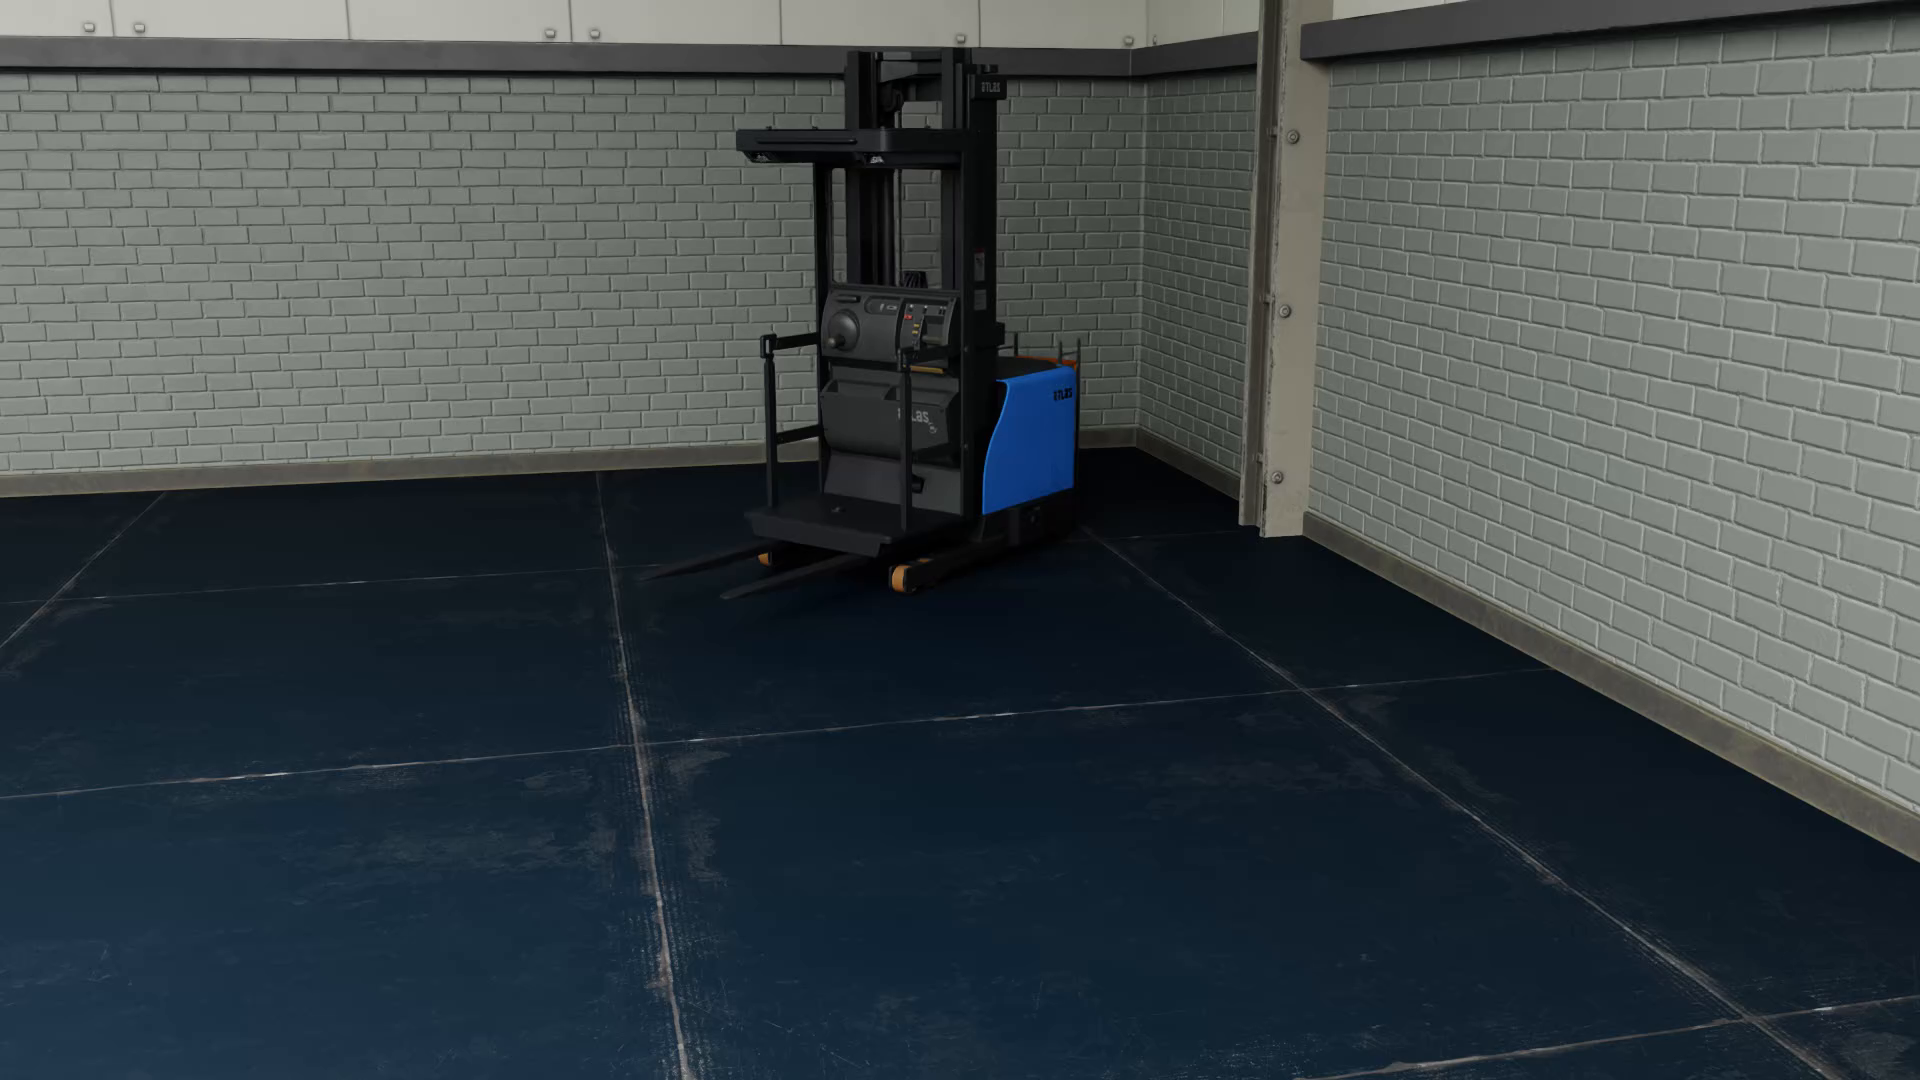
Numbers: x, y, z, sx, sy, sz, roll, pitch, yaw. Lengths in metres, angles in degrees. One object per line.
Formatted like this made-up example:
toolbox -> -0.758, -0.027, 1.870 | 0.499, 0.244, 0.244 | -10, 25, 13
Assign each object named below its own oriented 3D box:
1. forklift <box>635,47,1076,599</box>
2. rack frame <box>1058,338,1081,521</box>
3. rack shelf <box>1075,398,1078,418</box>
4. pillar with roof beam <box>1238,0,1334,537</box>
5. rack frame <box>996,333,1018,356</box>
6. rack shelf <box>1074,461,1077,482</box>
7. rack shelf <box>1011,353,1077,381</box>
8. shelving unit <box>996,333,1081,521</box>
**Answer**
forklift -> -0.537, -1.253, 9.381 | 1.130, 2.935, 3.031 | 10, 17, 35
rack frame -> 0.698, -0.687, 10.711 | 0.015, 1.200, 0.240 | 10, 17, 35
rack shelf -> 0.501, -0.873, 10.814 | 0.480, 0.148, 0.258 | 10, 17, 35
pillar with roof beam -> -2.171, -4.202, 8.668 | 9.100, 9.000, 0.400 | -3, 14, -13
rack frame -> 0.304, -0.755, 10.990 | 0.015, 1.200, 0.240 | 10, 17, 35
rack shelf -> 0.501, -0.463, 10.914 | 0.480, 0.148, 0.258 | 10, 17, 35
rack shelf -> 0.501, -1.103, 10.758 | 0.480, 0.148, 0.258 | 10, 17, 35
shelving unit -> 0.501, -0.721, 10.851 | 0.503, 1.200, 0.258 | 10, 17, 35
